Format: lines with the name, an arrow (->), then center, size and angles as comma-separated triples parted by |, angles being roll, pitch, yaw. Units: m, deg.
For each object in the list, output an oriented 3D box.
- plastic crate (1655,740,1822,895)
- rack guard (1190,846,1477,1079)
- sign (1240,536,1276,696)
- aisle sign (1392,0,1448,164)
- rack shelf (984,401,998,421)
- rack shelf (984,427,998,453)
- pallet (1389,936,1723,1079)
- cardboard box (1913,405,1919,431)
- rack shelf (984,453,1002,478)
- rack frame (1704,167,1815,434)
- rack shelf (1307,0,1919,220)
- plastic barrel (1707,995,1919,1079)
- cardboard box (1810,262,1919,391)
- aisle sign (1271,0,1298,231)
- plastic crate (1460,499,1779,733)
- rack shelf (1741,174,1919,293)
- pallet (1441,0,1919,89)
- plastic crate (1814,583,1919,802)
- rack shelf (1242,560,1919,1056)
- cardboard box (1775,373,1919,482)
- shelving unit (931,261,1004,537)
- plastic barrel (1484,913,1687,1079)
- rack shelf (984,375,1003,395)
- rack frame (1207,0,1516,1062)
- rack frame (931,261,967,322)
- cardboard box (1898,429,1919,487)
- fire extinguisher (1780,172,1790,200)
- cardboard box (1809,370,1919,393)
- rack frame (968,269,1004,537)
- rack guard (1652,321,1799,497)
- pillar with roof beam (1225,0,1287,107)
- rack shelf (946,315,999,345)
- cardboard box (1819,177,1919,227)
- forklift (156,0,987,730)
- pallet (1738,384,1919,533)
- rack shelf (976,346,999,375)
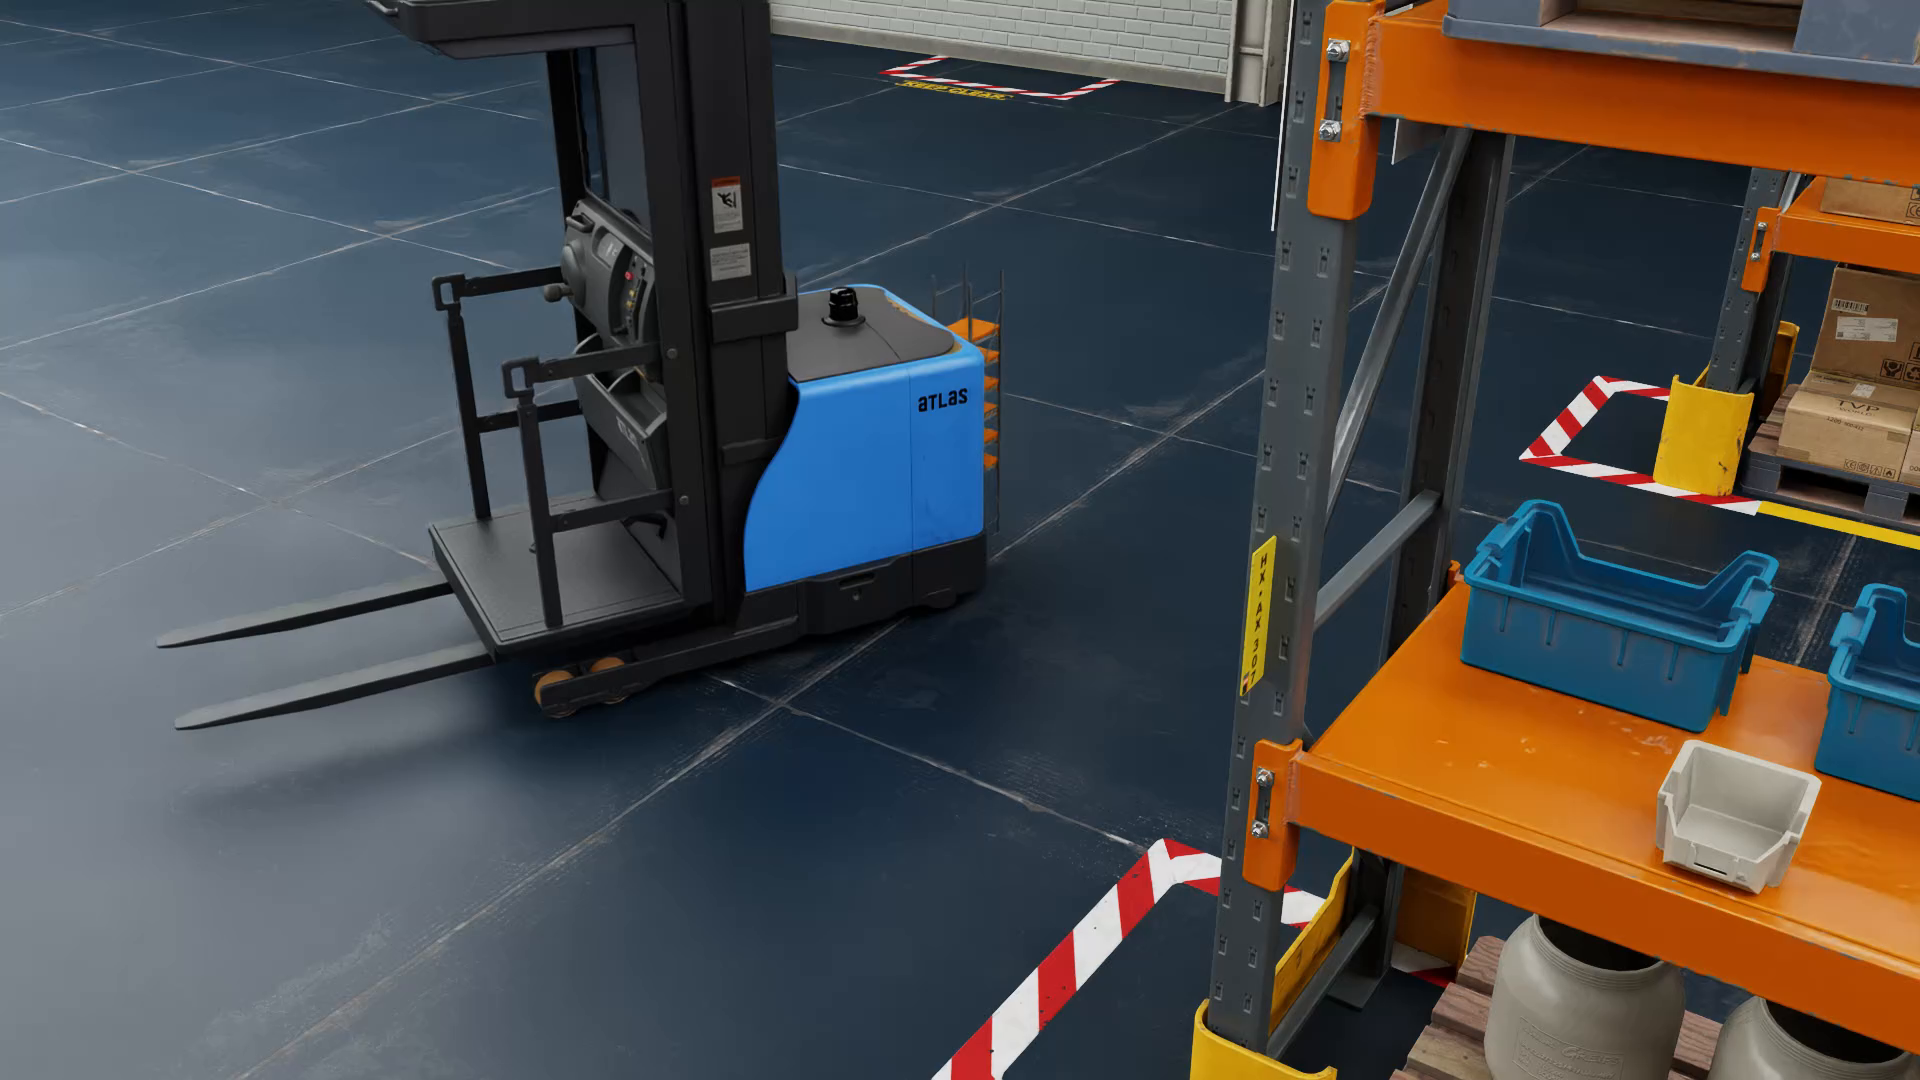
plastic crate -> 1.468, 0.541, 3.171 | 0.250, 0.136, 0.298 | 17, 32, 30
rack guard -> 1.002, 1.189, 4.362 | 0.348, 0.500, 1.175 | 17, 32, 30
sign -> 0.598, 0.154, 3.335 | 0.005, 0.325, 0.100 | 17, 32, 30
aisle sign -> 1.021, -1.215, 3.464 | 0.004, 0.787, 0.394 | 17, 32, 30
rack shelf -> 0.032, -0.508, 7.023 | 0.180, 0.103, 0.258 | 18, 32, 32
rack shelf -> 0.032, -0.401, 7.078 | 0.180, 0.103, 0.258 | 18, 32, 32
pallet -> 1.668, 1.528, 4.014 | 1.213, 0.211, 1.003 | 17, 32, 30
cardboard box -> 4.449, -0.725, 7.110 | 0.500, 0.500, 0.500 | 17, 32, 30
rack shelf -> 0.032, -0.294, 7.132 | 0.180, 0.103, 0.258 | 18, 32, 32
rack frame -> 3.720, -1.778, 7.436 | 0.127, 3.000, 1.000 | 17, 32, 30
rack shelf -> 2.561, -0.430, 2.273 | 4.000, 0.370, 1.077 | 17, 32, 30
plastic barrel -> 1.911, 1.264, 3.739 | 0.421, 0.512, 0.421 | 0, 27, 0
cardboard box -> 4.331, -1.047, 7.743 | 0.500, 0.500, 0.500 | 17, 32, 30
aisle sign -> 0.687, -0.994, 3.031 | 0.004, 0.787, 0.394 | 17, 32, 30
plastic crate -> 1.495, 0.156, 3.800 | 0.616, 0.251, 0.499 | 17, 32, 30
rack shelf -> 5.369, -0.944, 6.590 | 4.000, 0.370, 1.077 | 17, 32, 30
pallet -> 1.539, -0.931, 2.672 | 1.213, 0.211, 1.003 | 17, 32, 30
plastic crate -> 2.027, 0.325, 3.468 | 0.408, 0.251, 0.499 | 17, 32, 30
rack shelf -> 2.561, 0.907, 2.953 | 4.000, 0.370, 1.077 | 17, 32, 30
cardboard box -> 4.036, -0.519, 7.531 | 0.500, 0.250, 0.500 | 17, 32, 30
shelving unit -> 0.032, -0.548, 7.003 | 0.189, 1.200, 0.258 | 18, 32, 32
plastic barrel -> 1.498, 1.135, 3.992 | 0.421, 0.512, 0.421 | 0, 27, 0
rack shelf -> 0.032, -0.615, 6.969 | 0.180, 0.103, 0.258 | 18, 32, 32
rack frame -> 0.913, 0.073, 3.799 | 0.127, 3.000, 1.000 | 17, 32, 30
rack frame -> -0.042, -0.572, 7.051 | 0.006, 1.200, 0.240 | 18, 32, 32
cardboard box -> 4.450, -0.392, 7.281 | 0.500, 0.250, 0.500 | 17, 32, 30
fire extinguisher -> 3.886, -1.947, 7.855 | 0.183, 0.674, 0.296 | 17, 32, 30
cardboard box -> 4.329, -0.712, 7.911 | 0.500, 0.250, 0.500 | 17, 32, 30
rack frame -> 0.106, -0.523, 6.955 | 0.006, 1.200, 0.240 | 18, 32, 32
rack guard -> 3.700, -0.670, 8.015 | 0.348, 0.500, 1.175 | 17, 32, 30
pillar with roof beam -> 0.205, -6.379, 9.864 | 0.400, 9.000, 9.100 | 17, 32, 30
rack shelf -> 0.032, -0.829, 6.860 | 0.180, 0.103, 0.258 | 18, 32, 32
cardboard box -> 4.098, -1.698, 7.169 | 0.500, 0.500, 0.700 | 17, 32, 30
forklift -> -1.435, -0.940, 5.865 | 3.031, 2.935, 1.130 | -14, 30, -25
pallet -> 4.374, -0.354, 7.714 | 1.213, 0.211, 1.003 | 17, 32, 30
rack shelf -> 0.032, -0.722, 6.914 | 0.180, 0.103, 0.258 | 18, 32, 32
